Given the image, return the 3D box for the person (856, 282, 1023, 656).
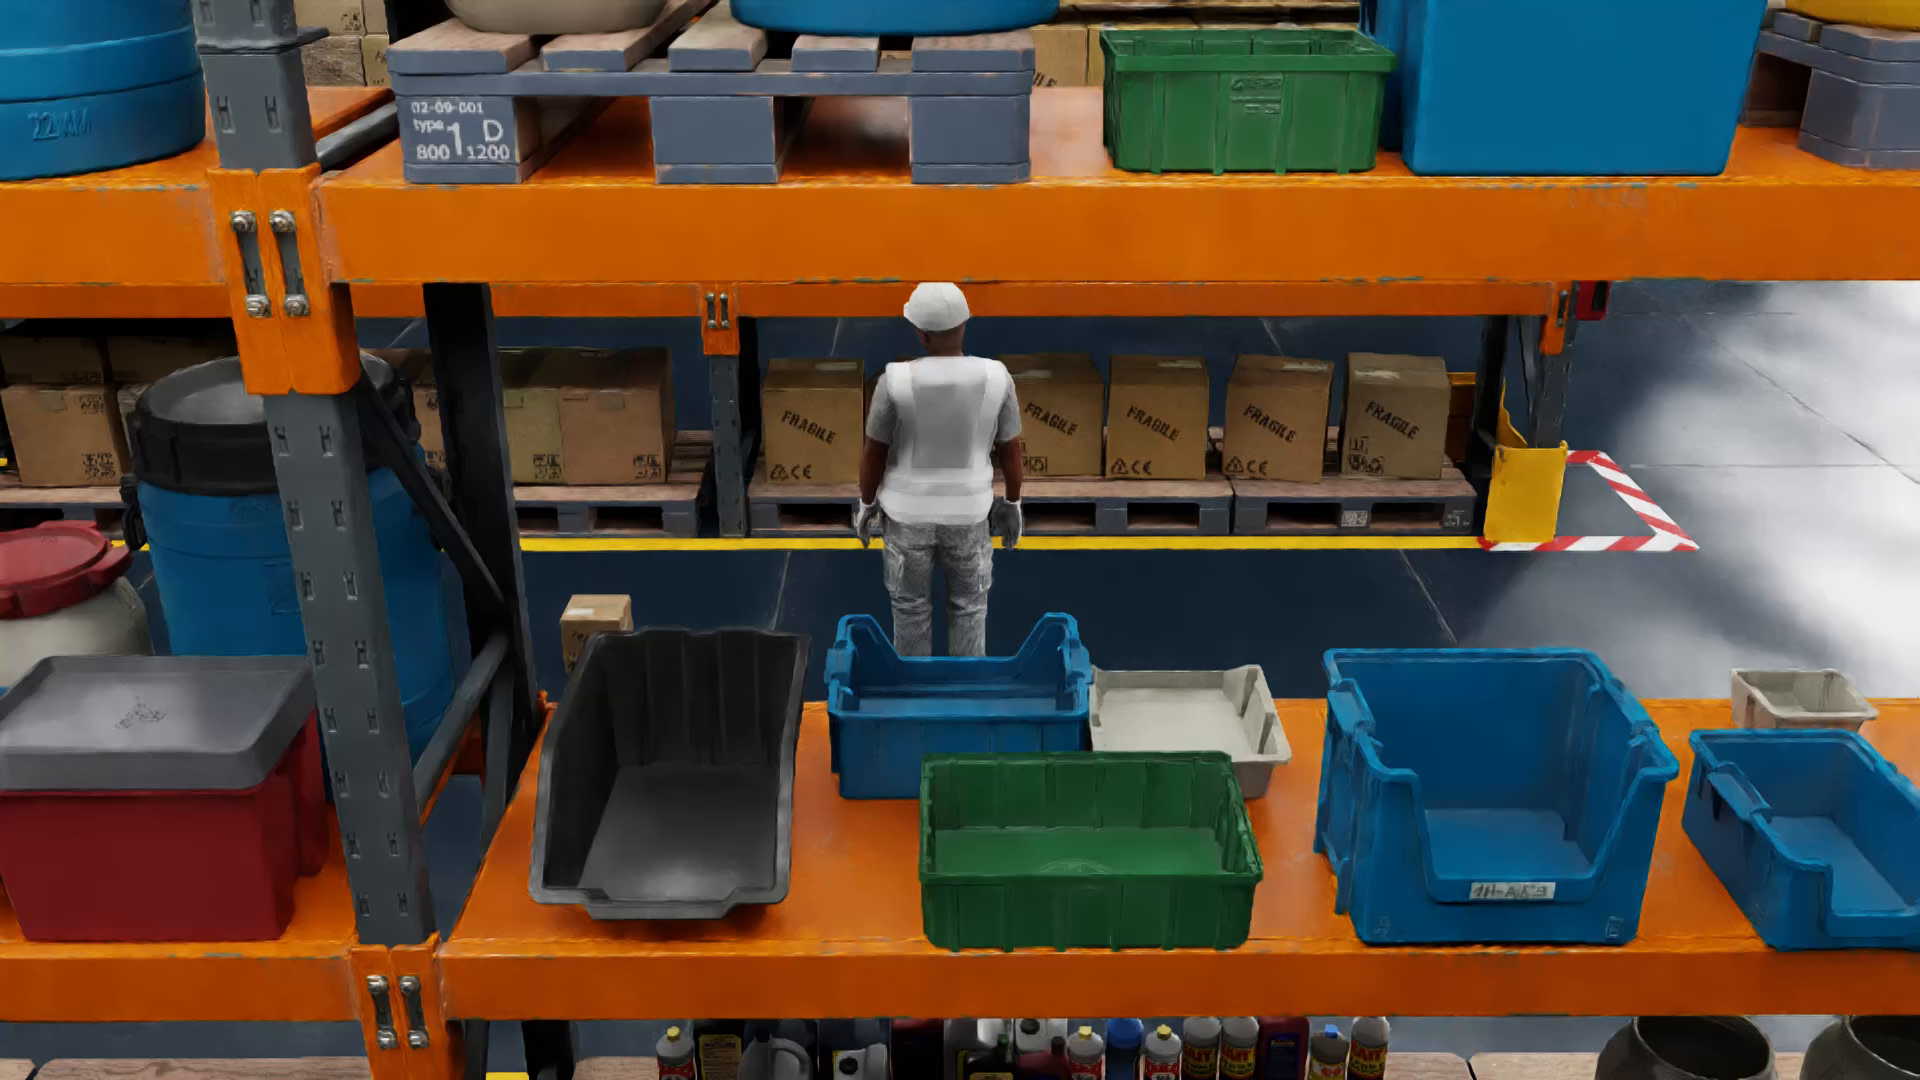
[{"bbox_3d":[-0.077,-0.112,6.256,0.632,1.791,0.391,-2,24,-6],"label":"person"}]
